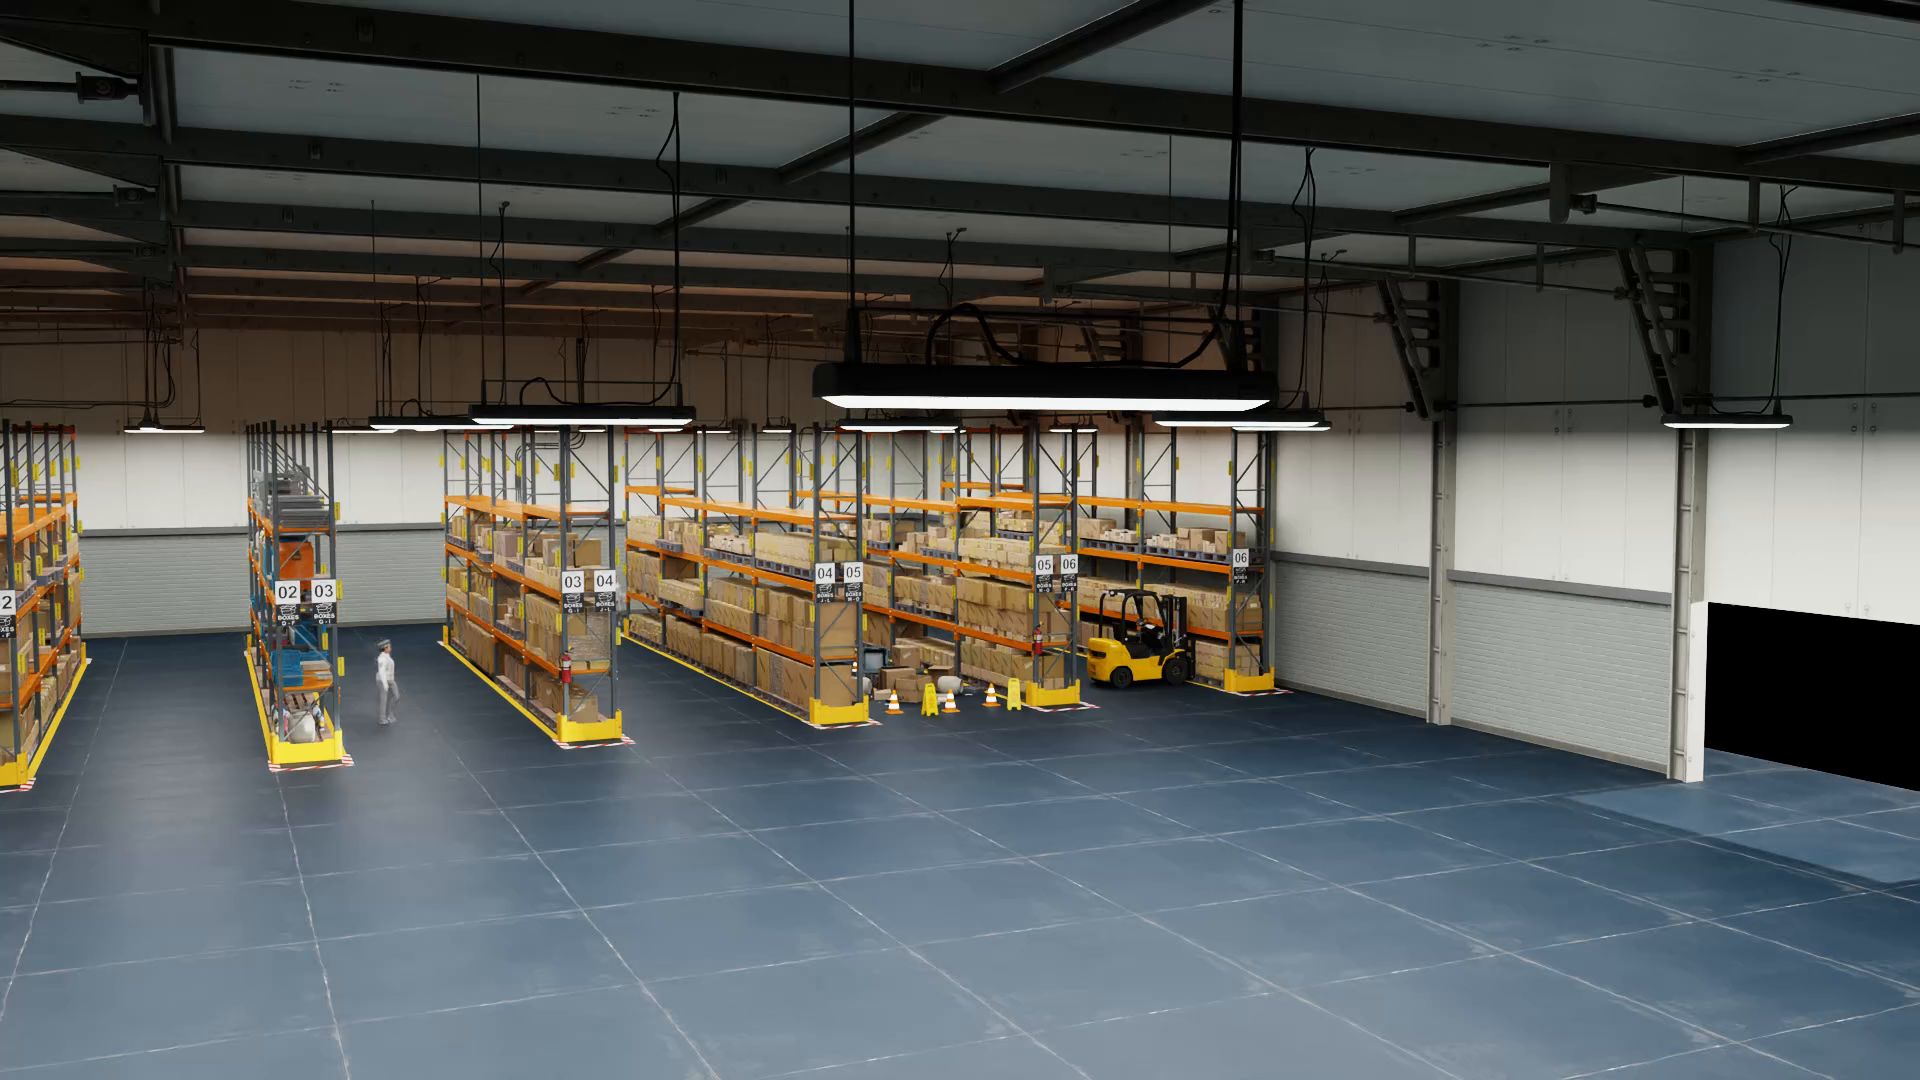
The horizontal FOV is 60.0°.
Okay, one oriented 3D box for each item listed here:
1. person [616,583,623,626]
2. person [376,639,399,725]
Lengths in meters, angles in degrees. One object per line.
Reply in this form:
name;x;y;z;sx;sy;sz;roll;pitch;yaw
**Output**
person;-10.318;1.836;49.651;0.516;1.597;0.473;-1;4;-12
person;-11.419;2.846;33.104;0.444;1.734;0.508;1;4;23
